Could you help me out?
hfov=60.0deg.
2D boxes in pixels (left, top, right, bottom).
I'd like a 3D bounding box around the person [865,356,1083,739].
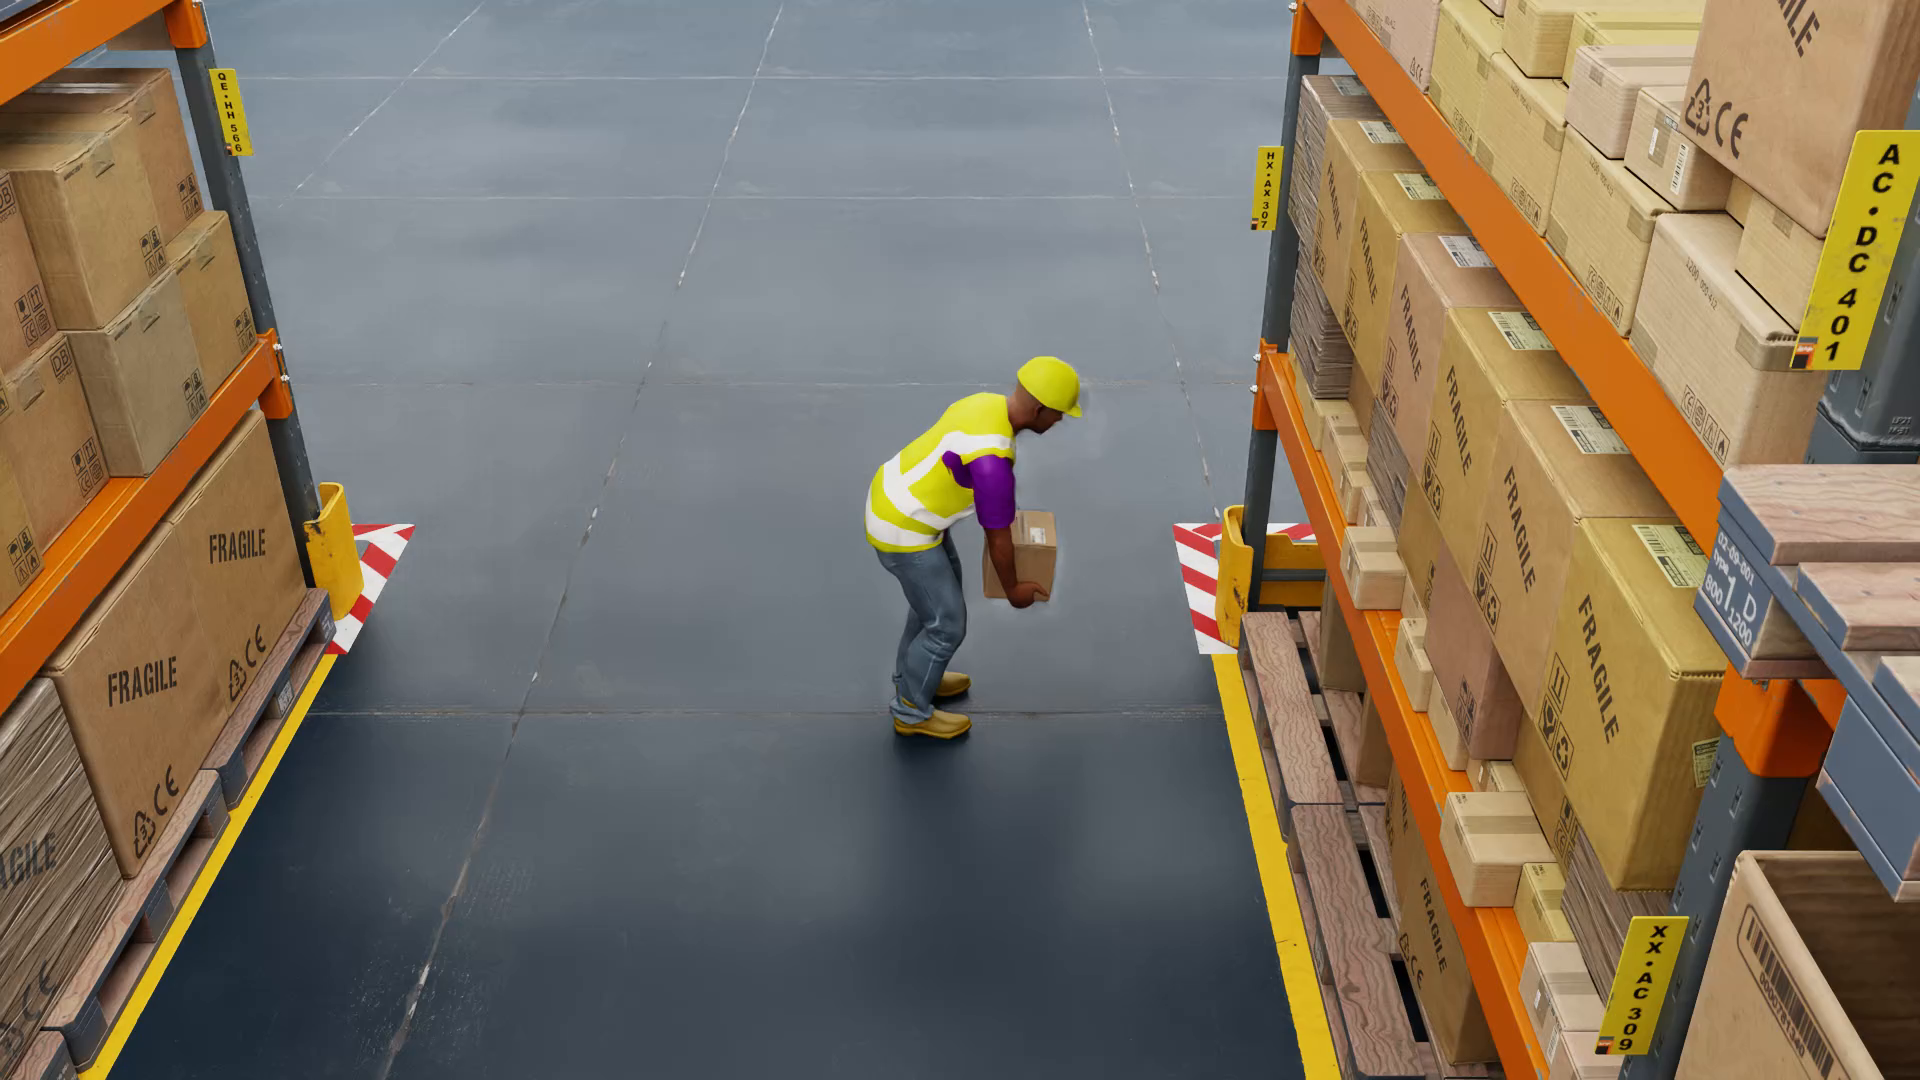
[{"bbox_3d":[0.043,0.014,6.302,0.802,1.542,0.488,-1,31,-1],"label":"person"}]
